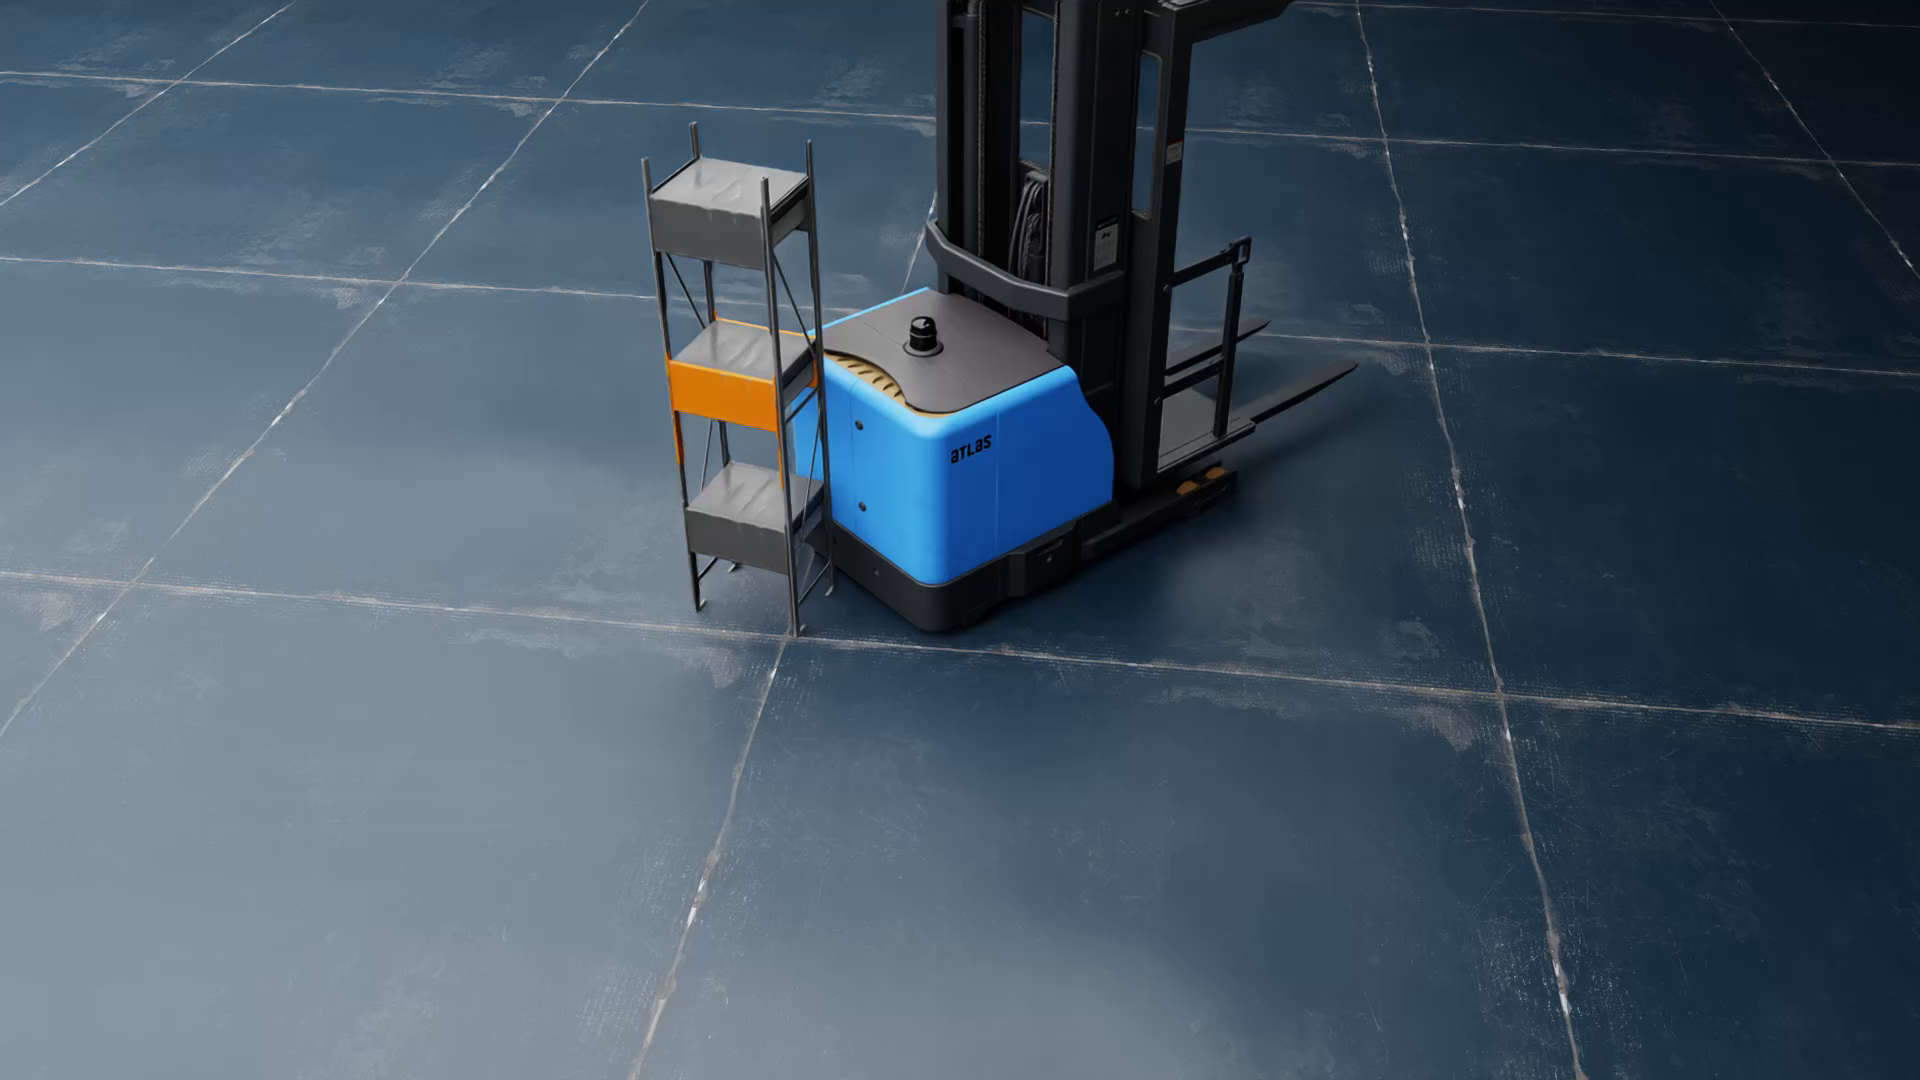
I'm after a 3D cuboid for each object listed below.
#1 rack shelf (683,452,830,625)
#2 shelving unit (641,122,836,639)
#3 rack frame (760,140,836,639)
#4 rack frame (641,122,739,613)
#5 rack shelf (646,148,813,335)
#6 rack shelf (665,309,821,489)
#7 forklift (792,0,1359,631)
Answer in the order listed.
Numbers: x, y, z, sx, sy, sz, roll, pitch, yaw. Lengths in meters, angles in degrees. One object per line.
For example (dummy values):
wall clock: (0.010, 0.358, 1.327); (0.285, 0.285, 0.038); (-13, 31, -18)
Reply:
rack shelf: (-0.862, -0.010, 7.185); (0.480, 0.518, 0.431); (13, 37, 17)
shelving unit: (-0.862, -0.591, 6.771); (0.503, 2.100, 0.431); (13, 37, 17)
rack frame: (-0.635, -0.539, 6.698); (0.015, 2.100, 0.400); (13, 37, 17)
rack frame: (-1.089, -0.643, 6.843); (0.015, 2.100, 0.400); (13, 37, 17)
rack shelf: (-0.862, -1.150, 6.372); (0.480, 0.518, 0.431); (13, 37, 17)
rack shelf: (-0.862, -0.580, 6.779); (0.480, 0.518, 0.431); (13, 37, 17)
forklift: (0.702, -1.517, 7.353); (3.031, 2.935, 1.130); (-26, 43, -31)
